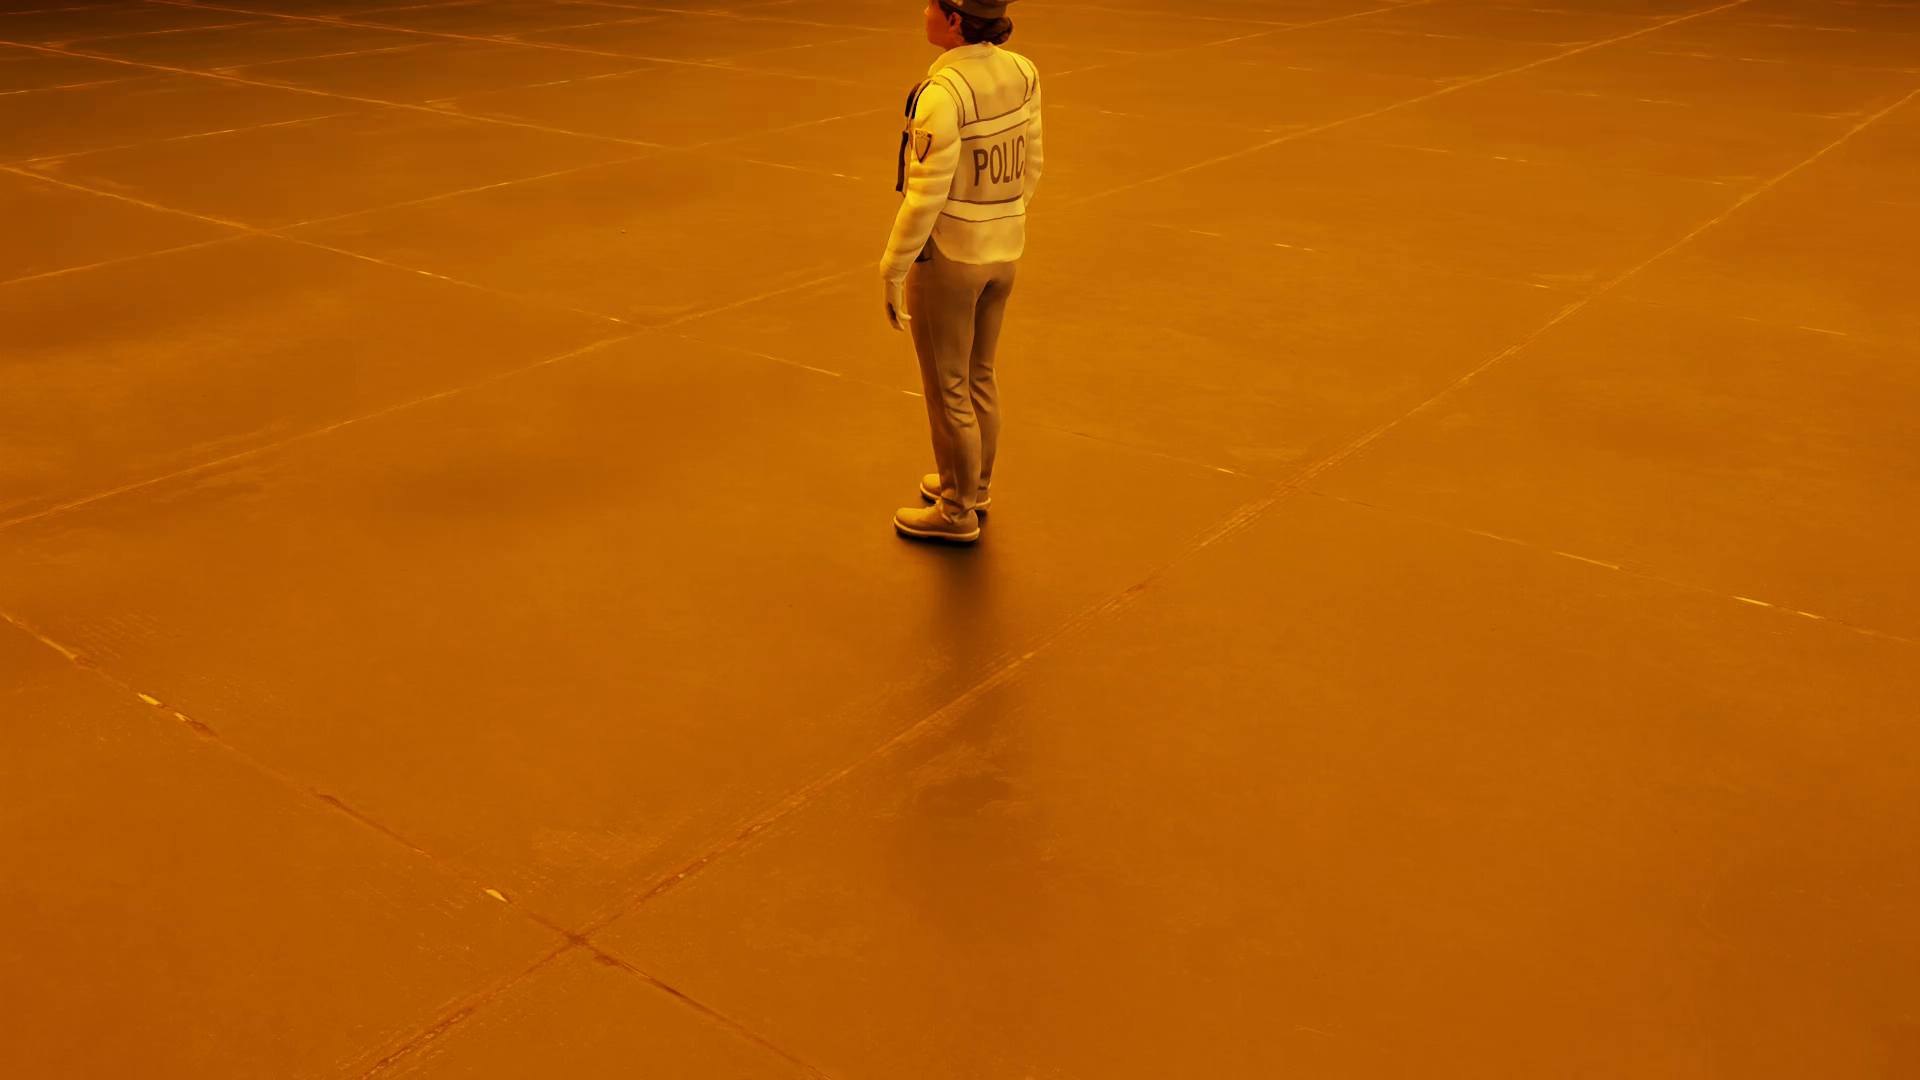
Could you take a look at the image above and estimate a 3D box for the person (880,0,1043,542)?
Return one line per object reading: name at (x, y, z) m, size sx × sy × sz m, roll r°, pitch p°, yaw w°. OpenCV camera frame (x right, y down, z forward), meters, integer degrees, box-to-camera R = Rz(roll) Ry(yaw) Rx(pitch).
person at (-0.050, -0.803, 4.718) m, size 0.530 × 1.694 × 0.586 m, roll 17°, pitch 29°, yaw 34°
